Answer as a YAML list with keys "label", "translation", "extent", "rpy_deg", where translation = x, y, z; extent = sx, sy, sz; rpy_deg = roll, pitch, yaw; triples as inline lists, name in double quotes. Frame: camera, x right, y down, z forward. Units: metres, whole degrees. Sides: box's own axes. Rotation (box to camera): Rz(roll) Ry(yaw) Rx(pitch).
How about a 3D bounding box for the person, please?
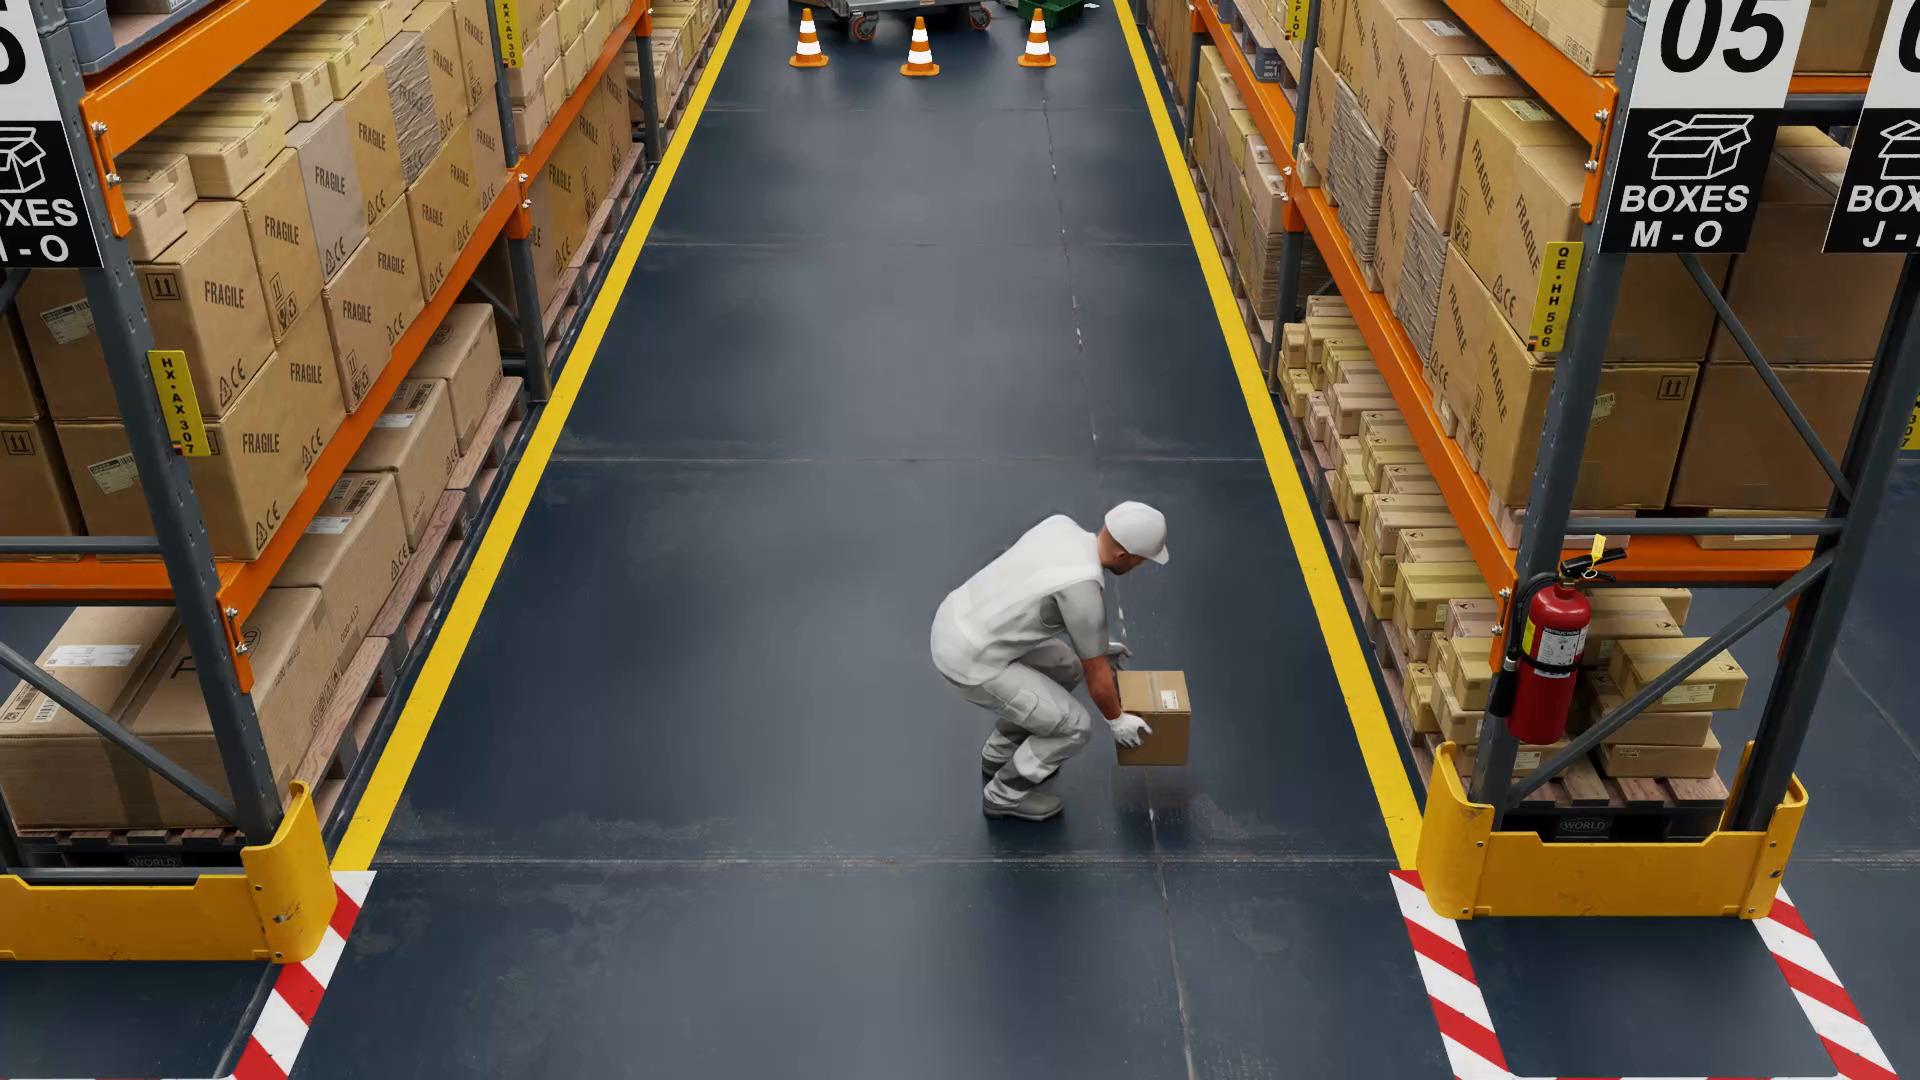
- label: "person"
  translation: [0.313, 0.401, 6.008]
  extent: [0.839, 1.212, 0.586]
  rpy_deg: [0, 31, 0]
